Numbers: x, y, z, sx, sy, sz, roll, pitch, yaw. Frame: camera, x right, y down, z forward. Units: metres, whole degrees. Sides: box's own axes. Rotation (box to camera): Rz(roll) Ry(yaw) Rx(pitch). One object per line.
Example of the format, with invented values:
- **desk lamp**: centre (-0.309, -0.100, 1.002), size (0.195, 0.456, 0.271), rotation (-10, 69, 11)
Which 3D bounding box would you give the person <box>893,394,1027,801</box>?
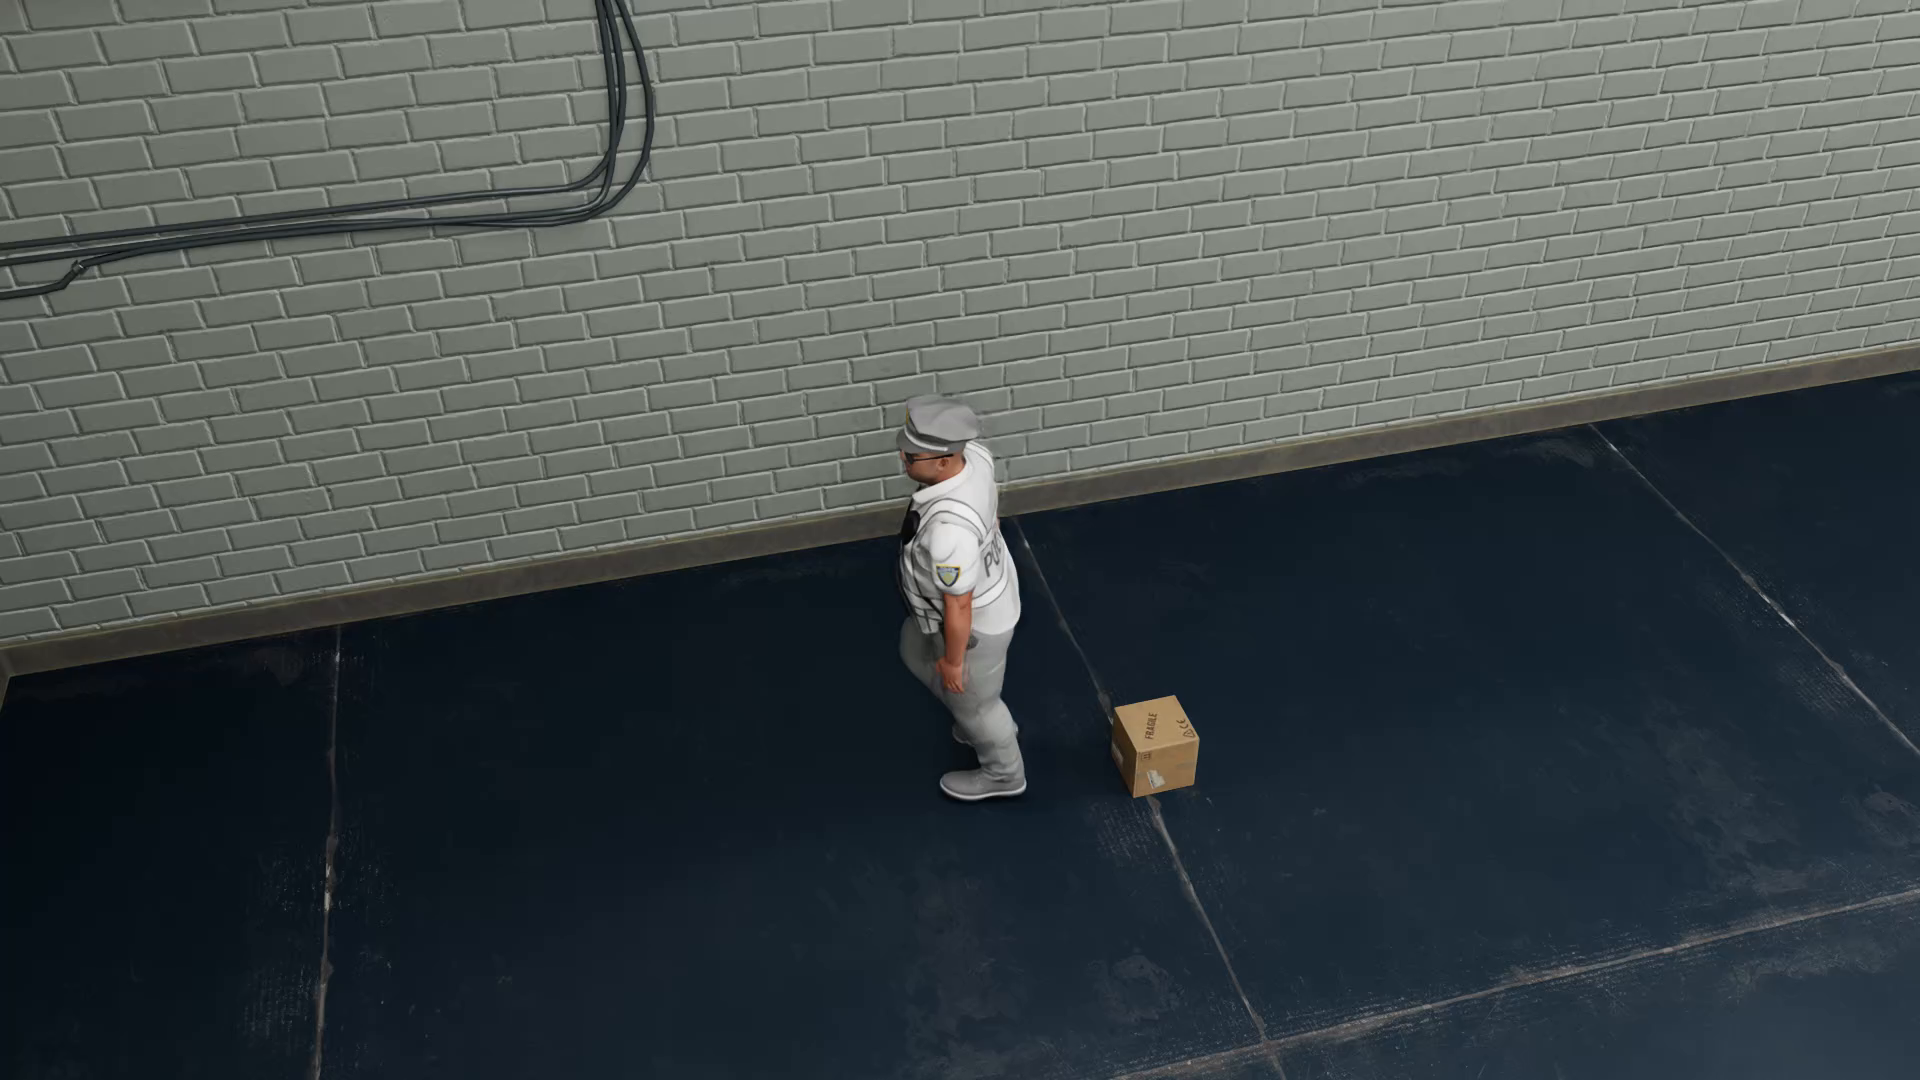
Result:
- **person**: centre (0.011, 0.243, 5.801), size (0.485, 1.746, 0.575), rotation (1, 38, 1)
